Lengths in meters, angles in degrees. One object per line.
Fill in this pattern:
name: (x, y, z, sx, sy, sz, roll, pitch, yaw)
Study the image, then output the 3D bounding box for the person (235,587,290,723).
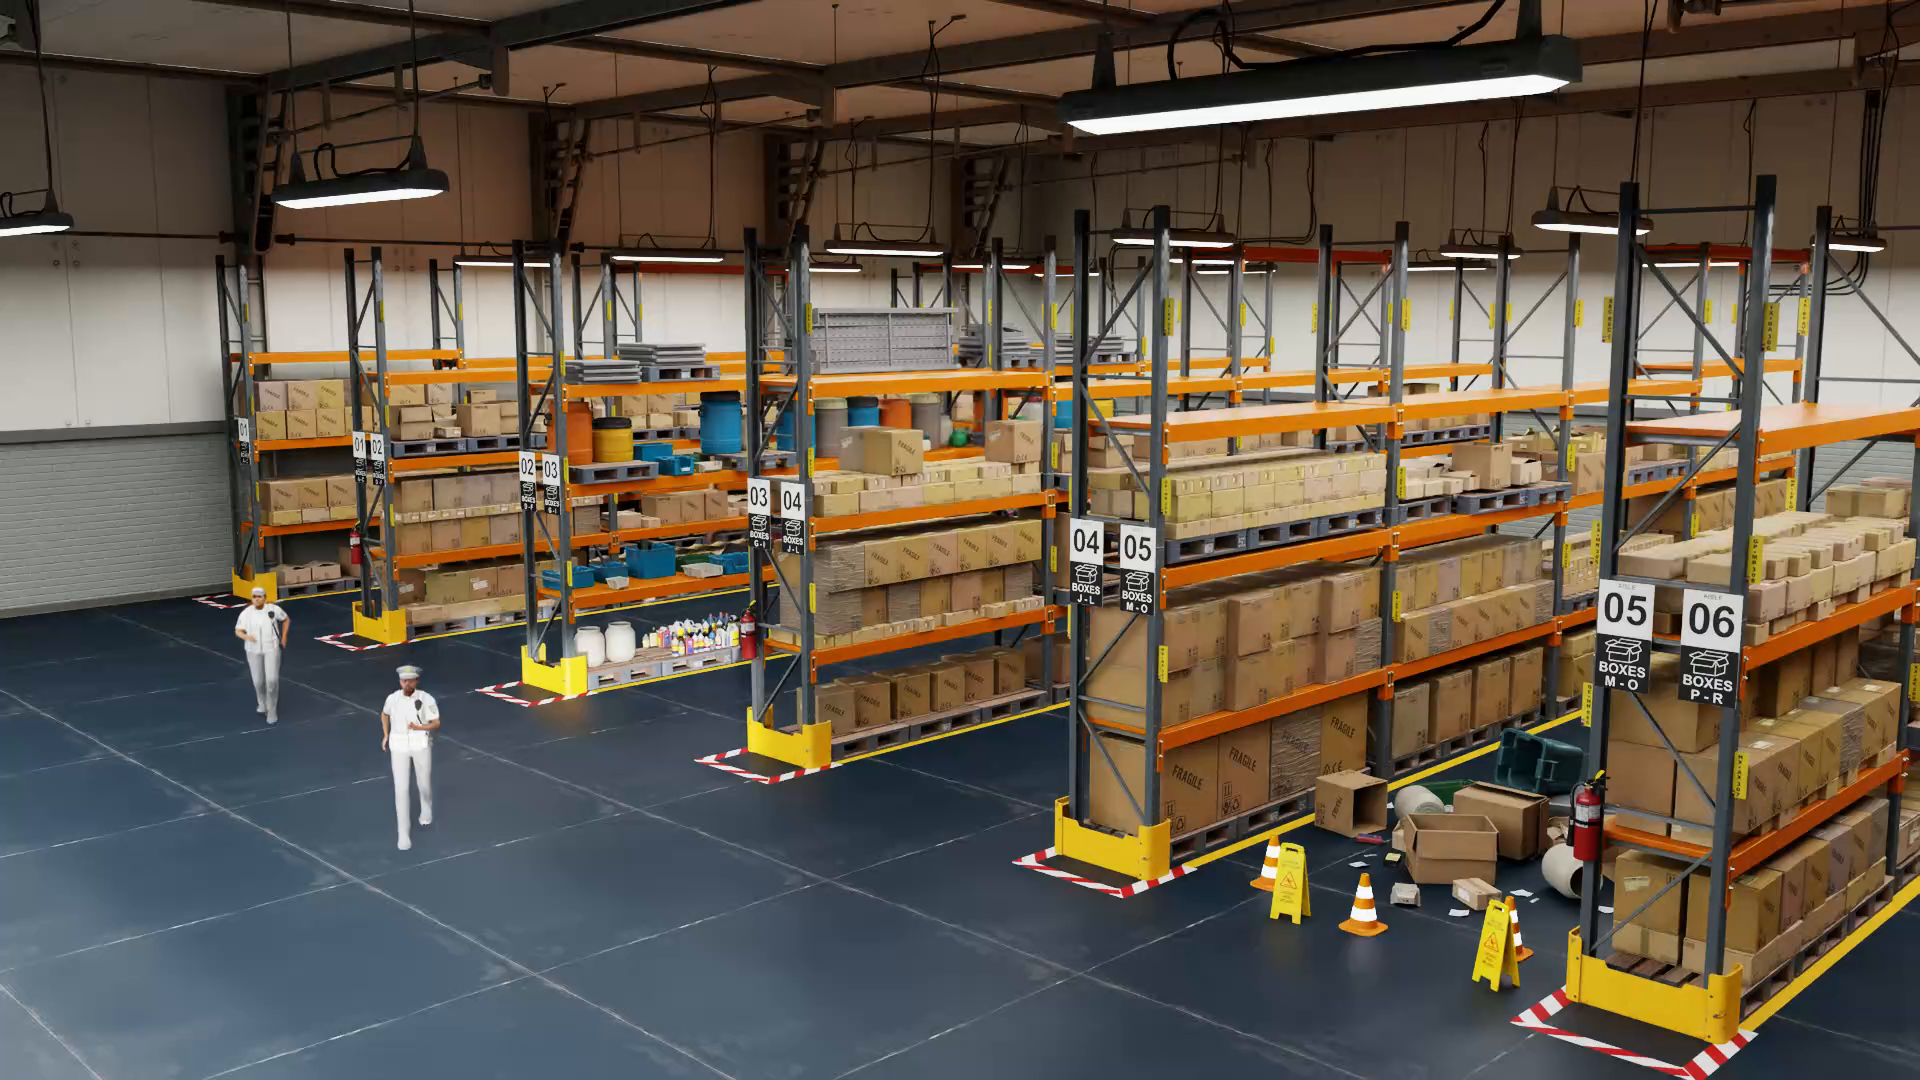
person: (-8.713, 1.425, 20.798, 0.604, 1.717, 0.718, -2, 8, -14)

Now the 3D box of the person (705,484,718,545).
person: (-4.871, -0.313, 32.686, 0.577, 1.659, 0.955, 5, 10, 33)

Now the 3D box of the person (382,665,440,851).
person: (-5.313, 2.039, 16.109, 0.566, 1.712, 0.908, -2, 8, -13)
